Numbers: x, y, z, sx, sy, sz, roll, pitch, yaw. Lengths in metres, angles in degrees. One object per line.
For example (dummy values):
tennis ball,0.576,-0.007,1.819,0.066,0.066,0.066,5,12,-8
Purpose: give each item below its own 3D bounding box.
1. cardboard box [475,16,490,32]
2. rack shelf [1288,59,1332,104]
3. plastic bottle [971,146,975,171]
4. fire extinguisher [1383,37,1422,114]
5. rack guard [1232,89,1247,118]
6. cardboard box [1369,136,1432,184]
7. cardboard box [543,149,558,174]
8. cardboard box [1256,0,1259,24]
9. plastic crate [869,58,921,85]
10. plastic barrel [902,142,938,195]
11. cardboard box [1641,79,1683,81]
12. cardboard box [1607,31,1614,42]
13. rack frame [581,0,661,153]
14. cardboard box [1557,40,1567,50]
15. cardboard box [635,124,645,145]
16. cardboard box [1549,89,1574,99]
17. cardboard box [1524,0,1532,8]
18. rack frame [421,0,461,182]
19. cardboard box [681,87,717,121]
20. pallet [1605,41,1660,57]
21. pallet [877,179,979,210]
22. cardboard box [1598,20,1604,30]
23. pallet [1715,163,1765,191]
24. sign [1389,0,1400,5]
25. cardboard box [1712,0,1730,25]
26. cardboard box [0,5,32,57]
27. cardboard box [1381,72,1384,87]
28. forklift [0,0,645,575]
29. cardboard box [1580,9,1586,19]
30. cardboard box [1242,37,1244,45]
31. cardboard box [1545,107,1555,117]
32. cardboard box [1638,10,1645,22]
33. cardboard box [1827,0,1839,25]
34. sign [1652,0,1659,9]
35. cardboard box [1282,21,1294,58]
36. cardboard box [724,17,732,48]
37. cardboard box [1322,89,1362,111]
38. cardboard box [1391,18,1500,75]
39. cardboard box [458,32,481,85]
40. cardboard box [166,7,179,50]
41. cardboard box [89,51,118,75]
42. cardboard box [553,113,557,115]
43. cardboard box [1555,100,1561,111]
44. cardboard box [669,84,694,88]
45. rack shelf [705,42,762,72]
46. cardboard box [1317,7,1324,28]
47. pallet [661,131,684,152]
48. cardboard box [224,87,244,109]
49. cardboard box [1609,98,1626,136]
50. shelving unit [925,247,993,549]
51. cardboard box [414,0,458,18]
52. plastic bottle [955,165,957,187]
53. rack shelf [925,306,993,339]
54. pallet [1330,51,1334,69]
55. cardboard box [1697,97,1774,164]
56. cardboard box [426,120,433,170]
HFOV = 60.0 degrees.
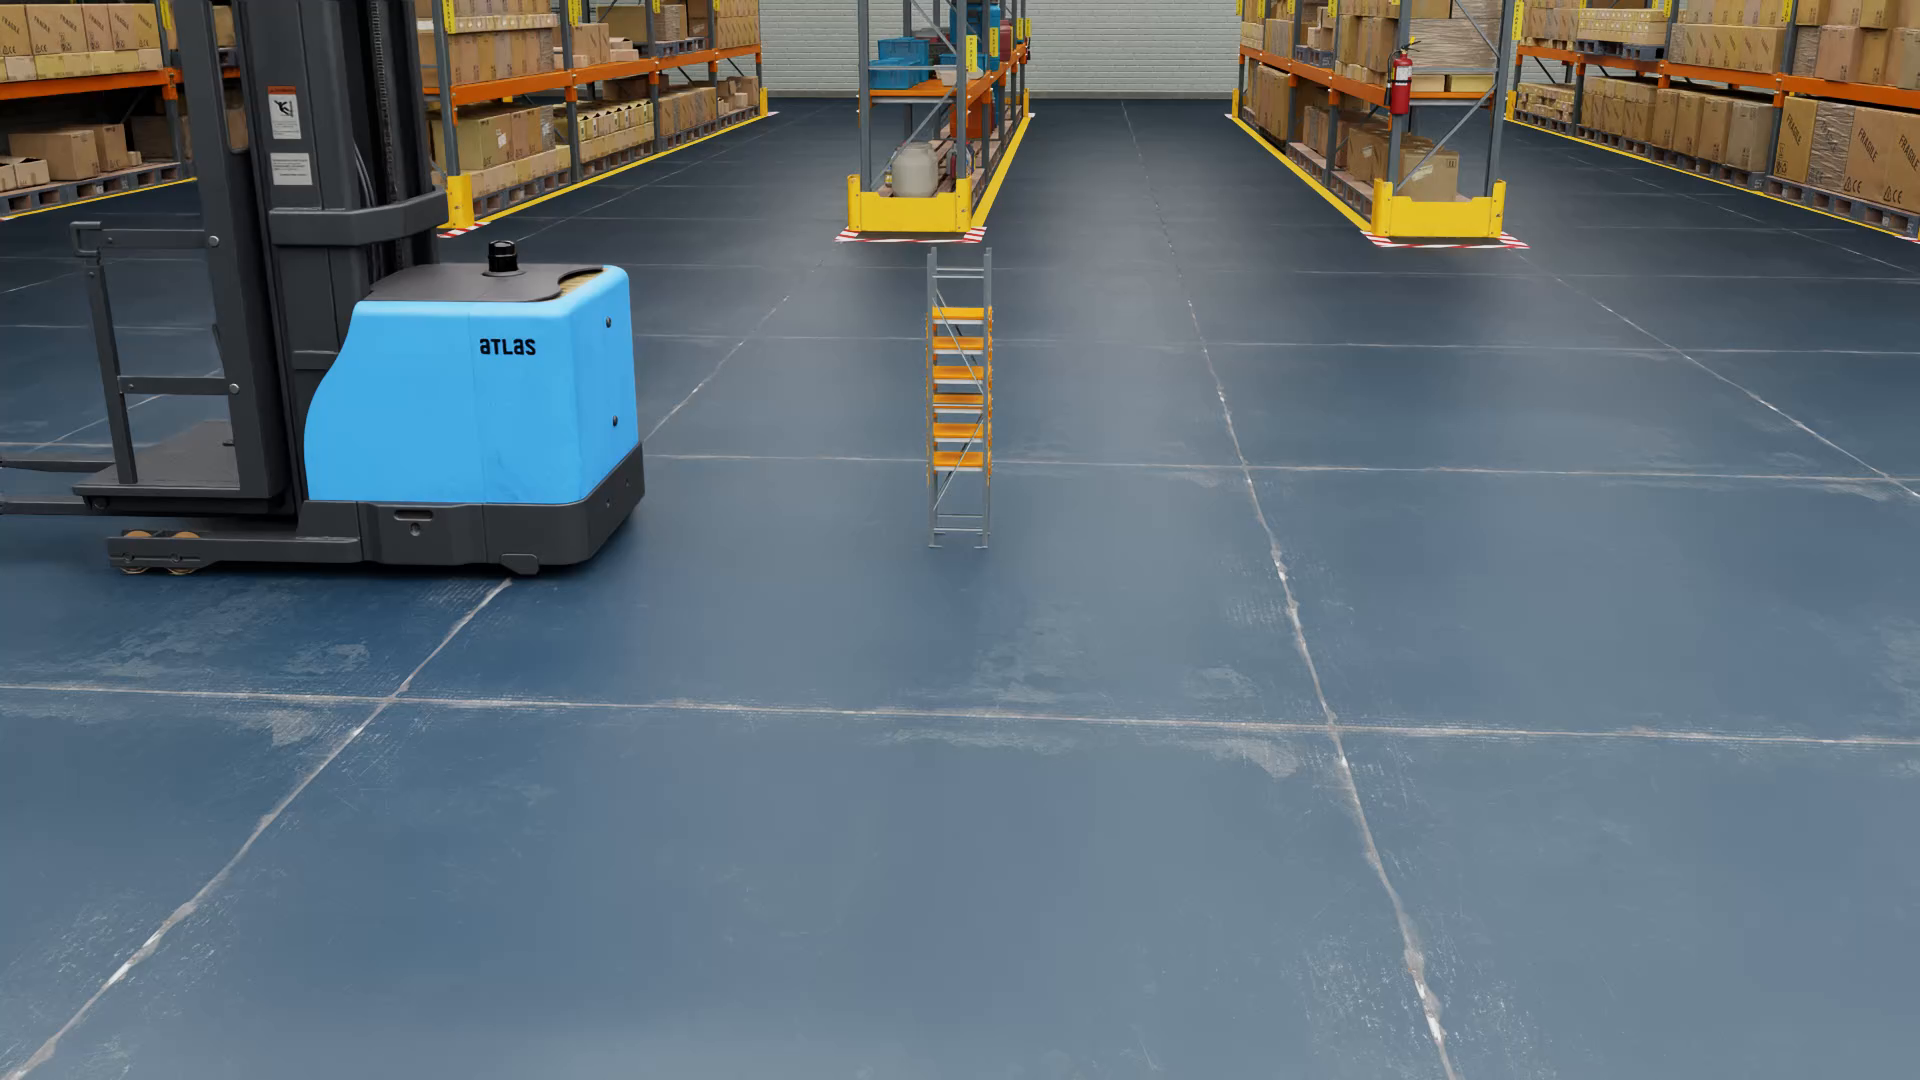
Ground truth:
cardboard box,-5.067,-5.316,17.126,0.380,0.149,0.250,1,18,2
rack shelf,4.928,-5.822,21.027,1.077,0.370,4.000,1,18,4
plastic bottle,0.139,-4.414,19.233,0.061,0.283,0.133,2,18,7
fire extinguisher,4.030,-4.238,15.163,0.296,0.674,0.183,1,18,4
rack guard,5.647,-8.089,30.806,1.175,0.500,0.348,1,18,4
cardboard box,4.717,-4.058,17.830,0.500,0.500,0.500,0,18,-1
cardboard box,-4.956,-4.353,19.133,0.500,0.250,0.500,1,18,4
cardboard box,5.165,-8.758,27.391,0.500,0.500,0.500,1,18,4
plastic crate,-0.652,-4.703,16.699,0.499,0.251,0.408,1,18,4
plastic barrel,-0.435,-3.790,16.992,0.421,0.512,0.421,0,18,0
cardboard box,10.423,-6.692,24.664,0.500,0.250,0.500,0,18,1
cardboard box,9.702,-7.369,24.324,0.380,0.149,0.250,0,18,1
rack frame,-4.809,-7.007,23.489,1.000,3.000,0.127,1,18,4
cardboard box,10.107,-8.188,27.498,0.380,0.149,0.250,1,18,2
cardboard box,-4.637,-5.571,22.848,0.500,0.250,0.500,1,18,3
cardboard box,10.078,-7.451,27.795,0.380,0.149,0.250,0,18,1
cardboard box,10.288,-9.658,29.335,0.500,0.500,0.500,1,18,4
rack frame,-5.382,-4.522,15.907,1.000,3.000,0.127,1,18,4
cardboard box,-4.272,-7.111,27.114,0.500,0.500,0.500,1,18,4
pallet,10.113,-7.167,24.286,1.003,0.211,1.213,1,18,4
pallet,-0.330,-3.740,17.998,1.003,0.211,1.213,1,18,4
cardboard box,9.742,-7.669,24.761,0.380,0.149,0.250,2,18,6
pallet,9.705,-4.316,19.757,1.003,0.211,1.213,1,18,4
sign,3.946,-5.019,15.056,0.100,0.325,0.005,1,18,4
cardboard box,9.900,-6.709,20.815,0.700,0.500,0.500,1,18,3
cardboard box,-9.944,-5.221,17.044,0.500,0.500,0.500,1,18,4
cardboard box,4.331,-4.507,16.265,0.380,0.149,0.250,1,18,4
forklift,-2.921,-1.418,6.545,3.031,2.935,1.130,1,18,3
cardboard box,9.811,-8.136,25.708,0.380,0.149,0.250,2,18,7
cardboard box,5.274,-8.967,29.876,0.380,0.149,0.250,1,18,3
cardboard box,10.061,-7.180,27.923,0.380,0.149,0.250,1,18,4
cardboard box,9.610,-7.246,22.992,0.380,0.149,0.250,1,18,3
cardboard box,9.741,-5.697,17.518,0.875,0.550,0.550,1,18,4
sign,10.852,-8.424,25.954,0.100,0.325,0.005,1,18,4
cardboard box,4.902,-7.146,23.752,0.500,0.500,0.500,1,18,3
cardboard box,-4.180,-8.608,28.215,0.500,0.500,0.500,2,18,5
cardboard box,5.026,-5.788,21.874,0.500,0.250,0.500,3,18,10
cardboard box,4.565,-4.659,15.686,0.875,0.500,0.500,1,18,4
cardboard box,-5.303,-4.878,16.831,0.700,0.500,0.500,2,18,5
cardboard box,-9.966,-6.288,20.428,0.700,0.500,0.500,1,18,4
cardboard box,-9.833,-5.347,18.633,0.500,0.250,0.500,1,18,4
cardboard box,-5.321,-5.218,20.871,0.500,0.311,0.500,2,18,5
cardboard box,10.013,-7.144,27.334,0.380,0.149,0.250,1,18,2
cardboard box,-4.764,-7.454,28.161,0.500,0.500,0.500,1,18,4
rack shelf,-4.379,-8.528,29.289,1.077,0.370,4.000,1,18,4
cardboard box,5.073,-6.863,22.216,0.500,0.500,0.500,-1,18,-3
pallet,-4.718,-5.913,24.629,1.003,0.211,1.213,1,18,4
cardboard box,-9.885,-5.934,22.318,0.500,0.250,0.500,1,18,4
cardboard box,9.861,-6.190,24.337,0.500,0.500,0.500,0,18,1
shelving unit,-0.001,-0.566,6.722,0.258,1.200,0.189,1,18,4
cardboard box,-5.332,-5.347,16.181,0.700,0.500,0.500,1,18,4
plastic bottle,-0.001,-3.879,17.619,0.097,0.271,0.097,0,18,0
rack shelf,-0.001,-0.866,6.624,0.258,0.103,0.180,1,18,4
pallet,4.985,-5.685,19.764,1.003,0.211,1.213,1,18,4
cardboard box,9.753,-5.025,20.380,1.050,0.750,0.750,1,18,4
cardboard box,-5.641,-3.945,16.681,0.500,0.500,0.500,1,18,4
